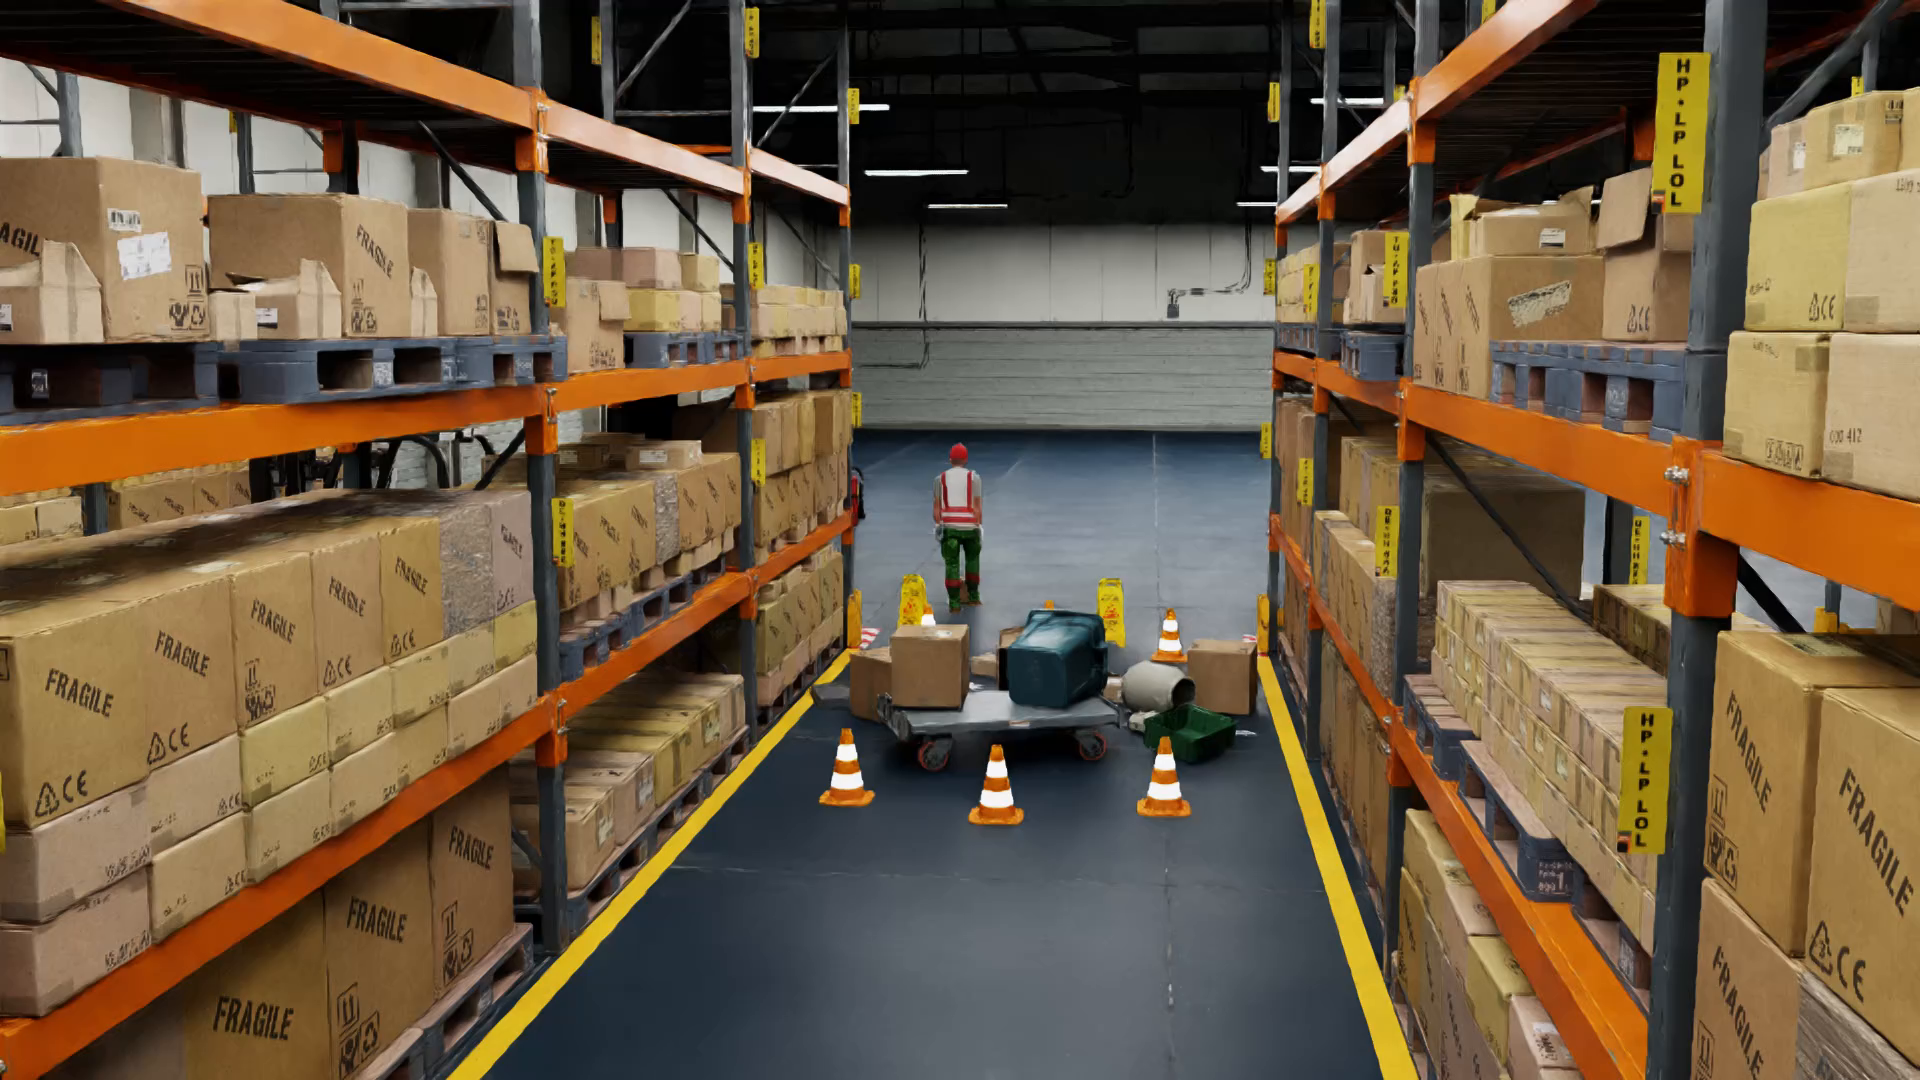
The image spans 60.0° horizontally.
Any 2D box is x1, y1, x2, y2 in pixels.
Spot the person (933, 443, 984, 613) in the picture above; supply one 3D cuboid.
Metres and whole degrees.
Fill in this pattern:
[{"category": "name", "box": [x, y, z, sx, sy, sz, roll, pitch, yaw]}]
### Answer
[{"category": "person", "box": [-0.010, -0.147, 17.708, 0.543, 1.779, 0.604, 0, 7, 2]}]
